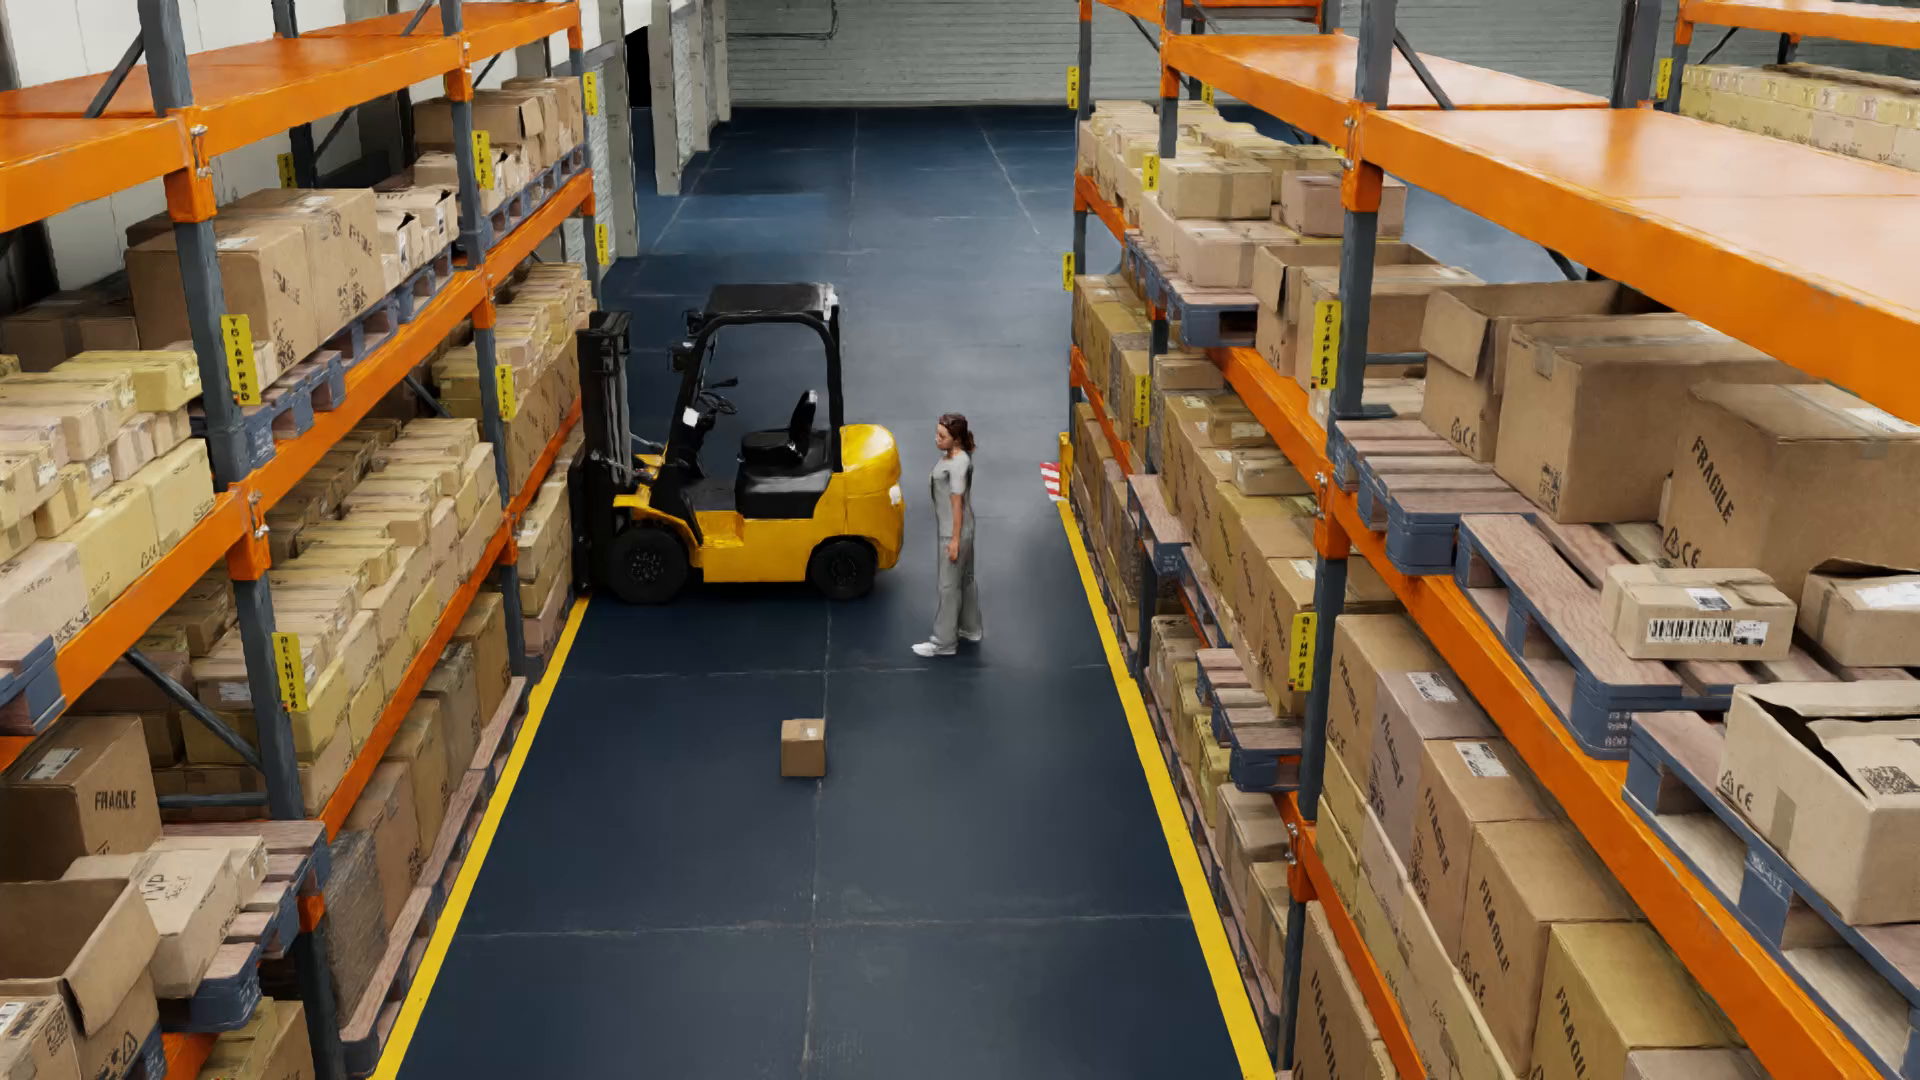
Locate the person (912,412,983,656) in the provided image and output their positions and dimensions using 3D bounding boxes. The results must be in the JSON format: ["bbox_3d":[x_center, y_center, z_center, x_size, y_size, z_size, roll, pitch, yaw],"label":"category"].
[{"bbox_3d":[-0.084,-0.052,11.155,0.495,1.670,0.545,-1,20,-2],"label":"person"}]
